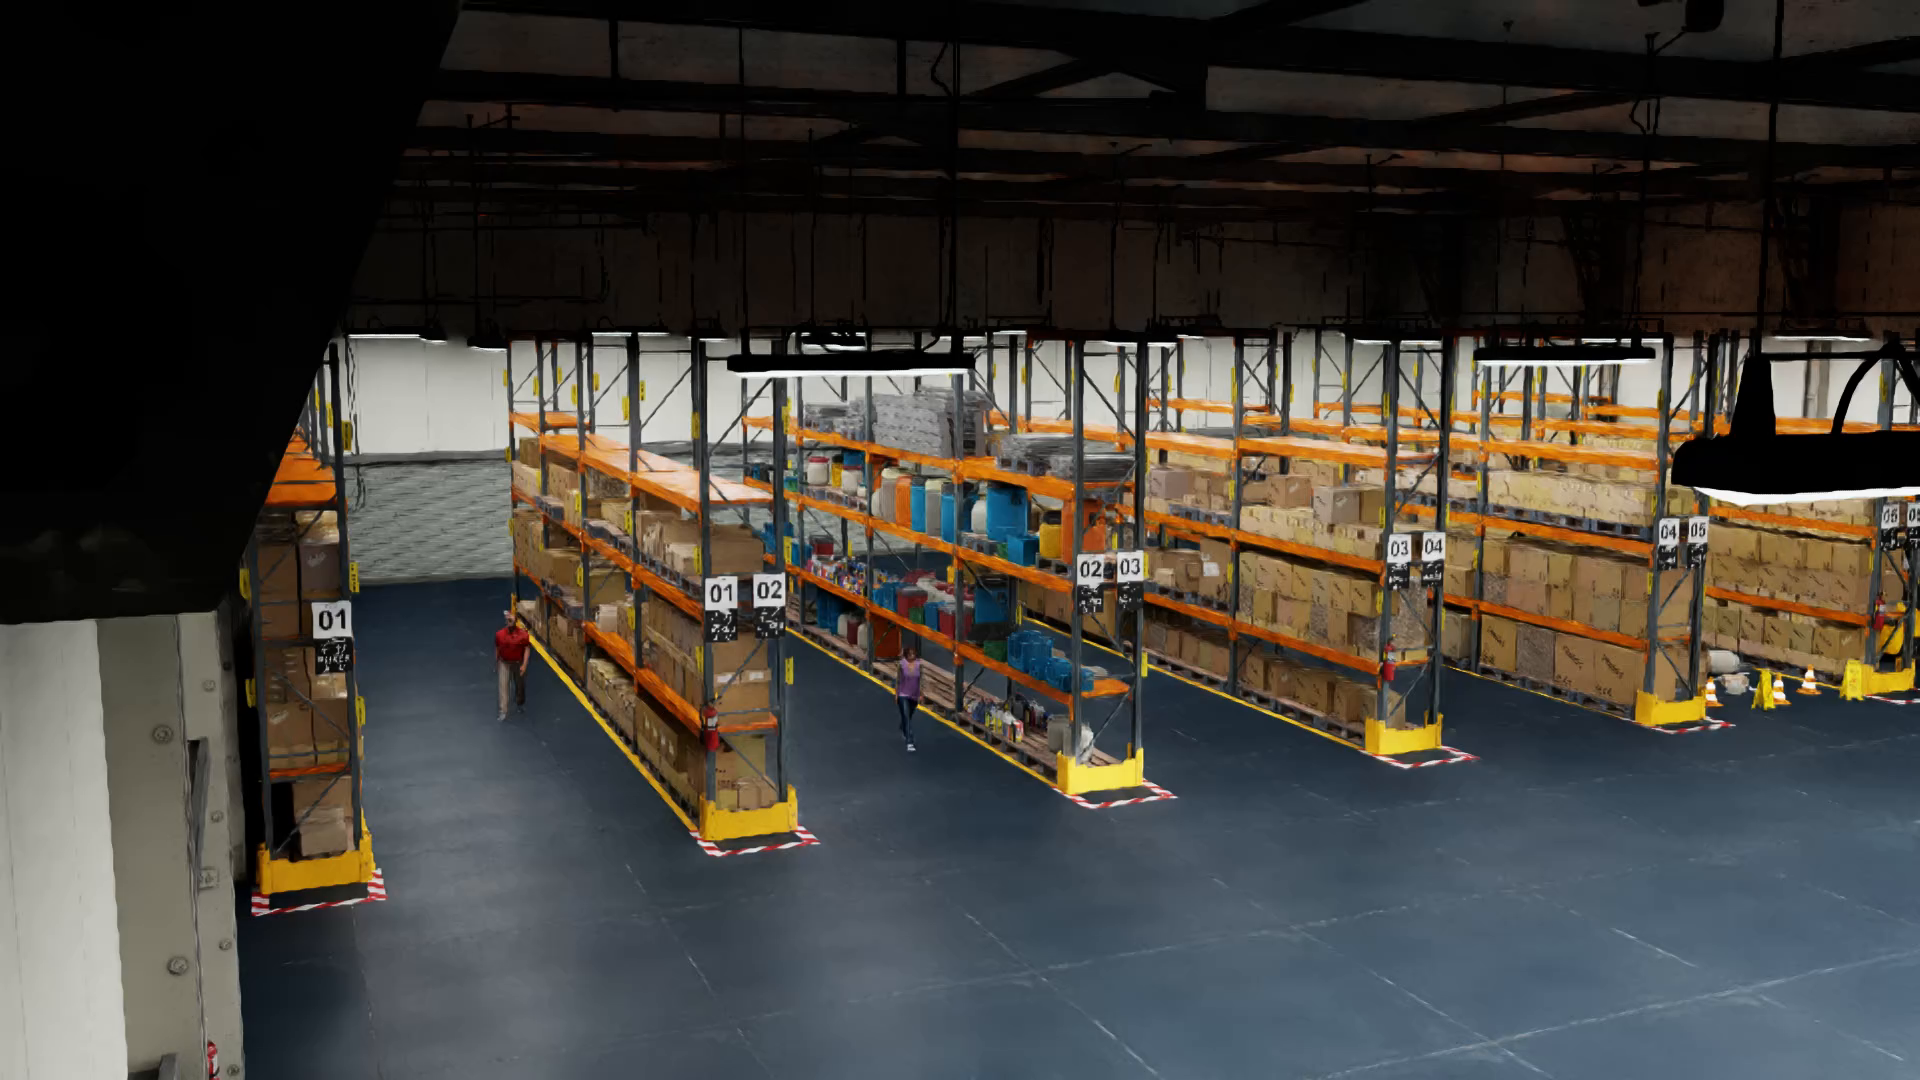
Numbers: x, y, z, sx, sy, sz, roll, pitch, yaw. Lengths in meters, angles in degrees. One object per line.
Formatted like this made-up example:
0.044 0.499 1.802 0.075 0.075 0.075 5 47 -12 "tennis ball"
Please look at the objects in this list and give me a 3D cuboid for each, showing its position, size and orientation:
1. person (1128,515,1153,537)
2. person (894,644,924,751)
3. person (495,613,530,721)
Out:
4.610 -0.285 42.251 0.667 1.805 0.556 4 9 27 "person"
-0.729 2.259 24.366 0.419 1.514 1.043 -3 8 -20 "person"
-7.005 1.955 26.073 0.534 1.657 1.041 -2 8 -14 "person"
